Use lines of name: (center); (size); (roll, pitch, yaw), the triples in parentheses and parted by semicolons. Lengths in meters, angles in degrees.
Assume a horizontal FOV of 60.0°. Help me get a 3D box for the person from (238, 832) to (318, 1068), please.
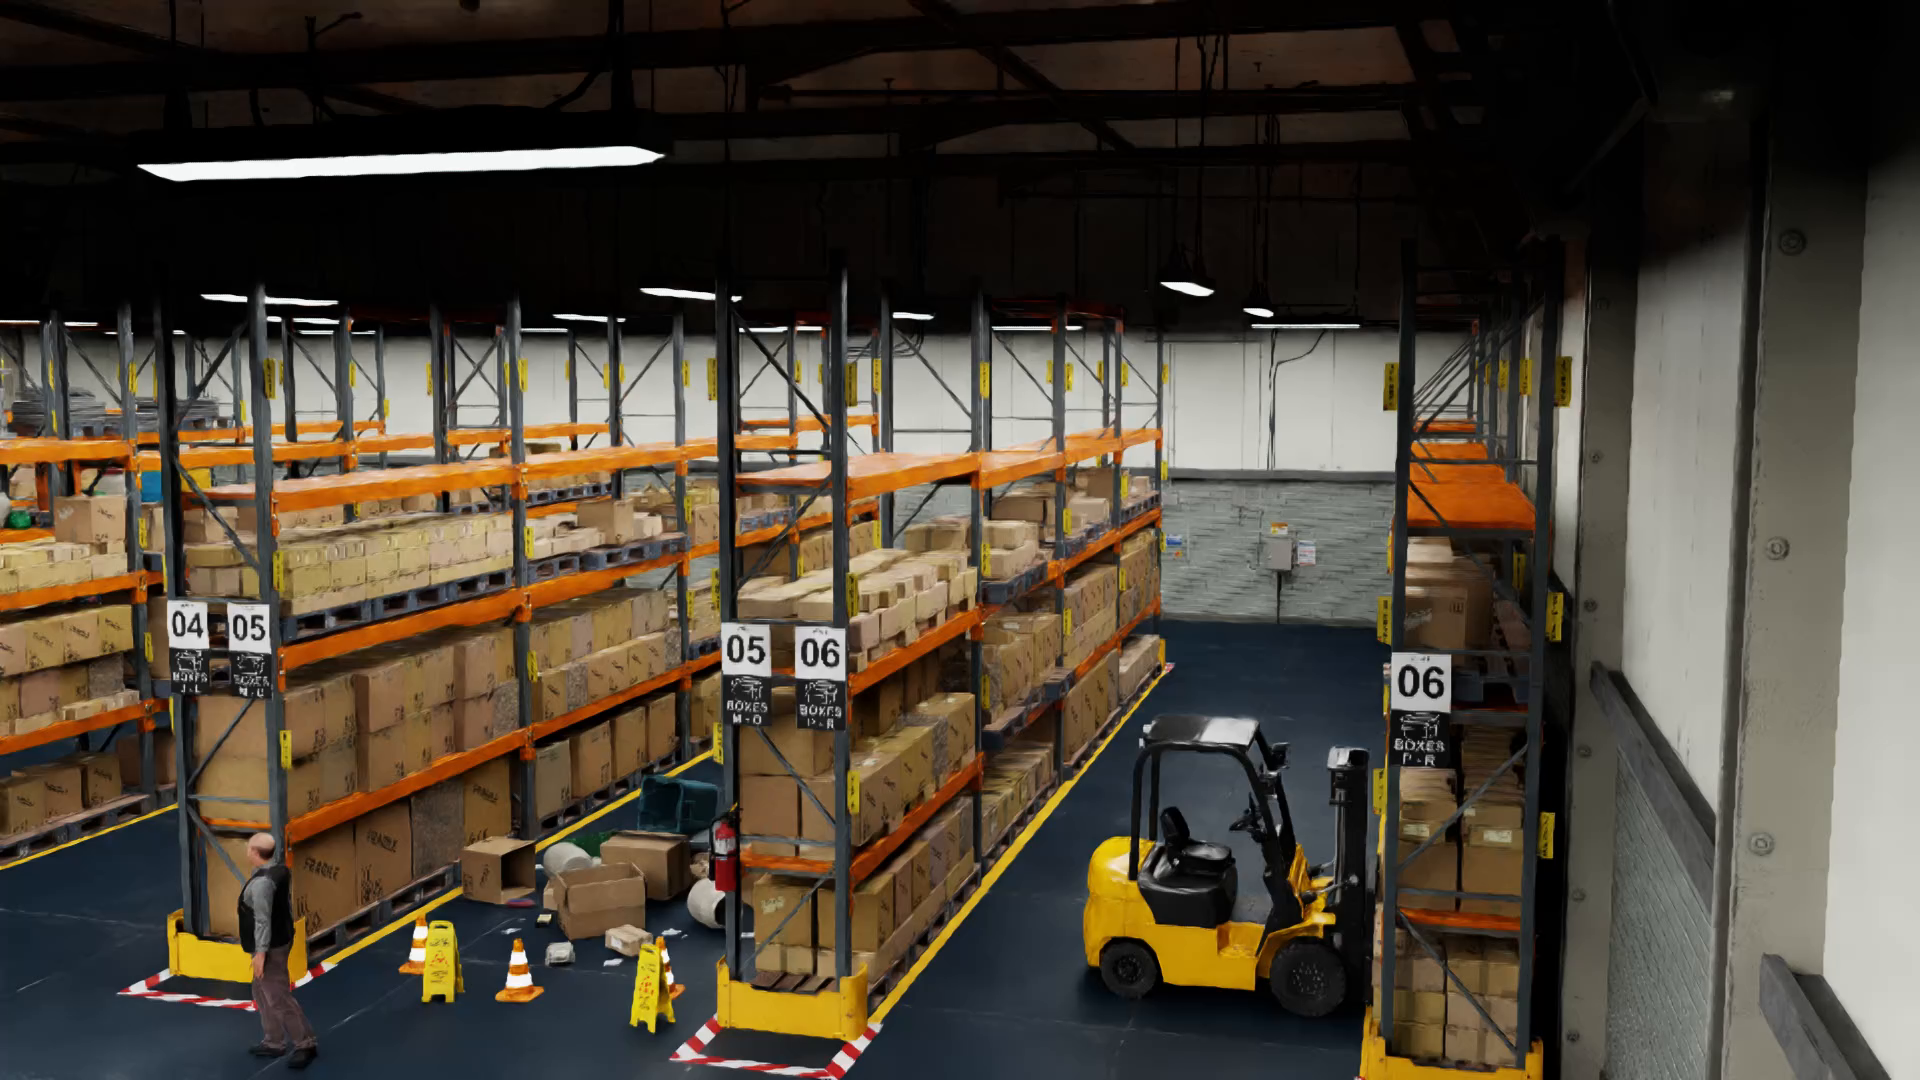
person: (-5.073, 3.020, 12.359); (0.538, 1.715, 0.631); (-1, 6, -10)

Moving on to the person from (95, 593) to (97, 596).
person: (-18.612, 0.495, 36.312); (0.454, 1.649, 0.642); (5, 8, 42)
